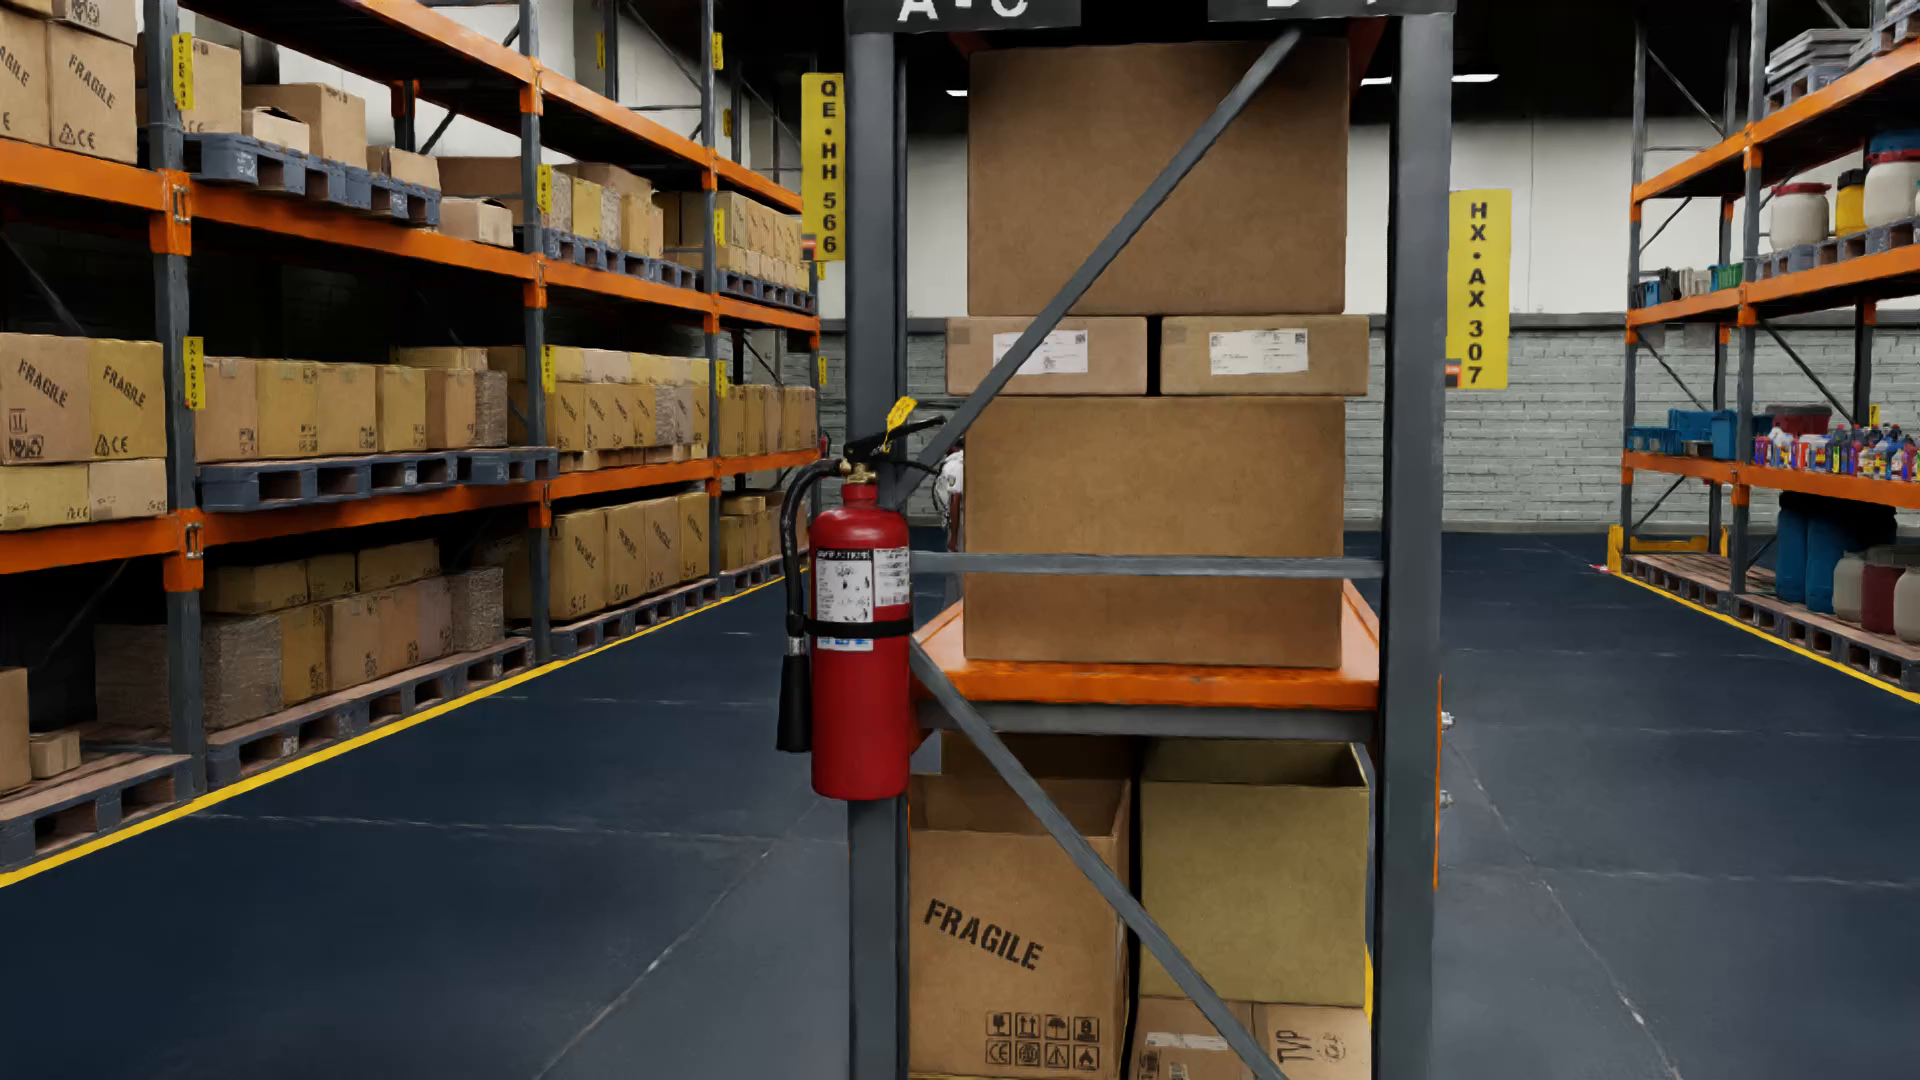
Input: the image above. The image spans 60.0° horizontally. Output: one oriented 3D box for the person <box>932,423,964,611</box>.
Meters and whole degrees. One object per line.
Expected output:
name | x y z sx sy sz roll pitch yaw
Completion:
person | -0.007 -0.052 12.612 0.562 1.670 0.580 1 5 15
